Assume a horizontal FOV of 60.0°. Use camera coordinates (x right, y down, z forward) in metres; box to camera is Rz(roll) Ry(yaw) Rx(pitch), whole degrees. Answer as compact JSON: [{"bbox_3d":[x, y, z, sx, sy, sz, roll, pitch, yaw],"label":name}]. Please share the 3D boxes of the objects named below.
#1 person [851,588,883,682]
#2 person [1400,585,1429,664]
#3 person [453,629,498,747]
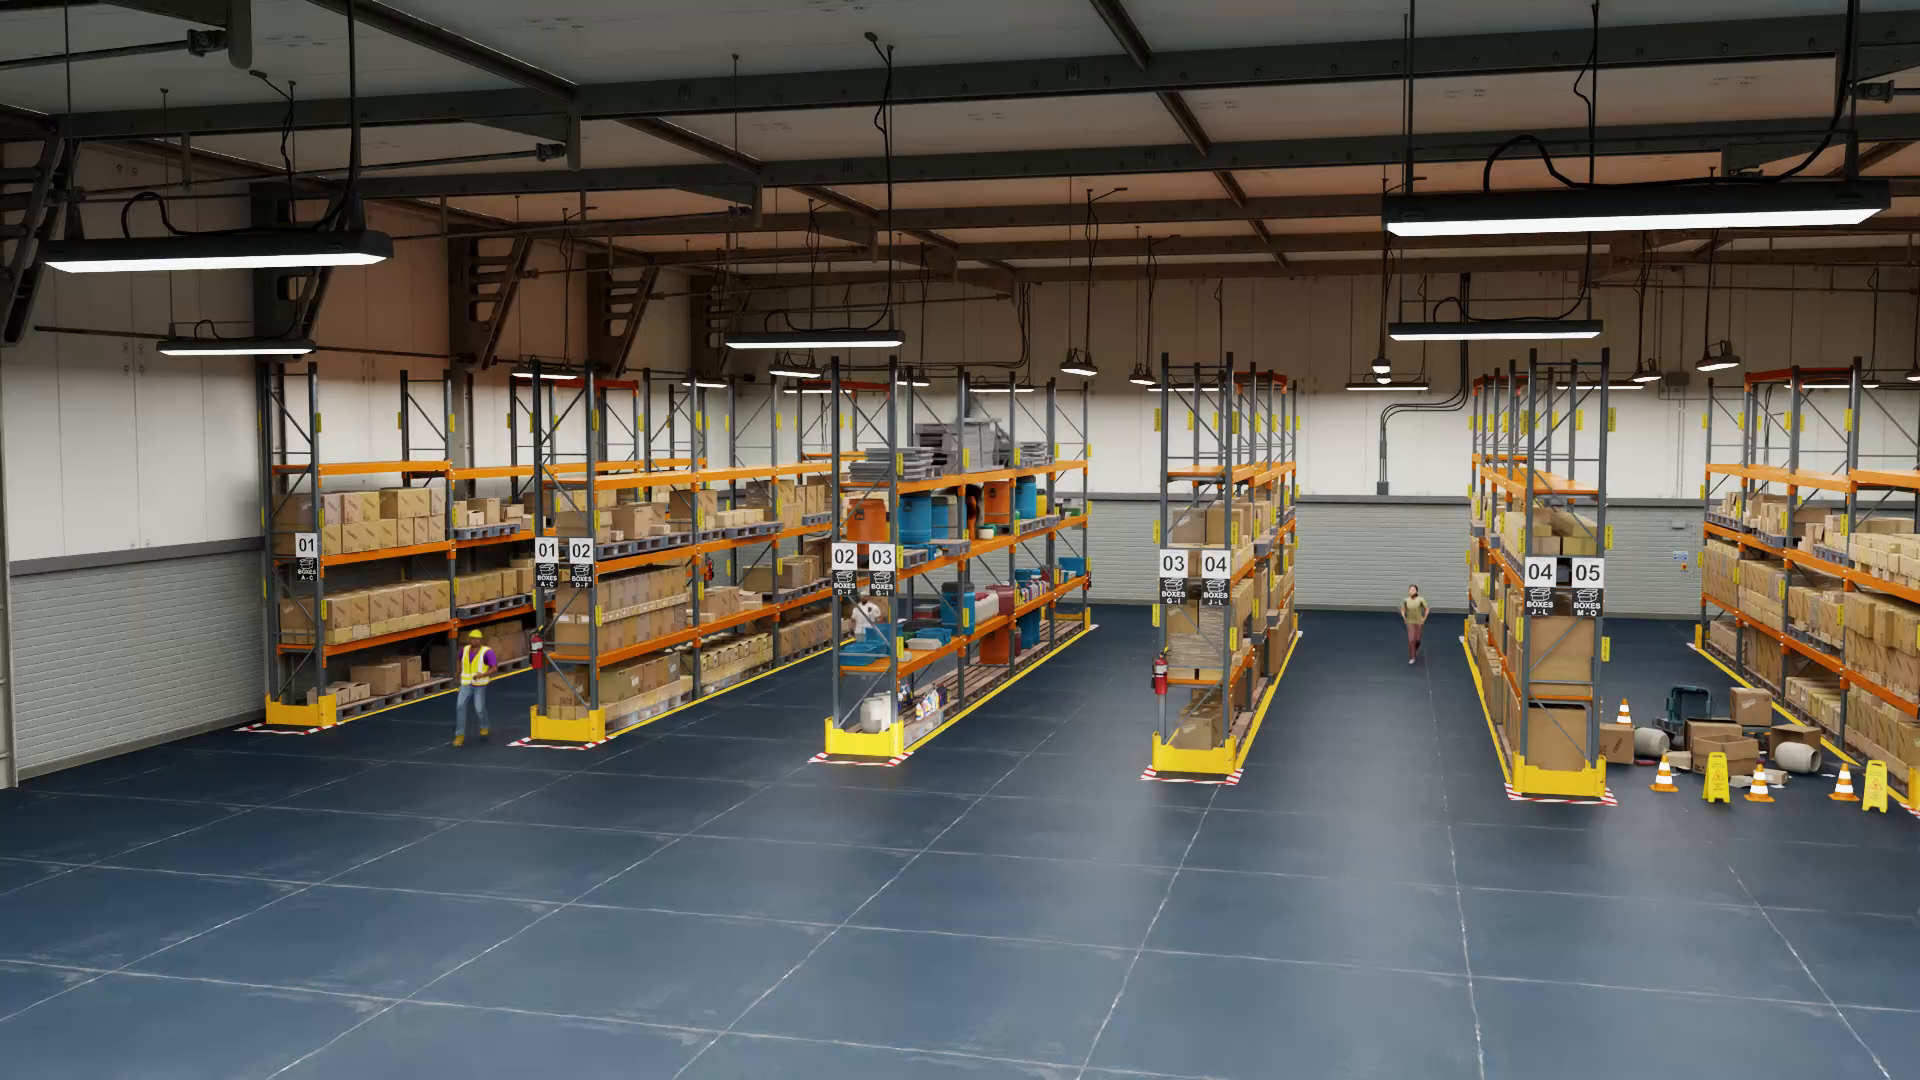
[{"bbox_3d":[-1.753,1.751,30.469,0.563,1.718,0.572,1,4,14],"label":"person"},{"bbox_3d":[9.481,1.752,34.733,0.579,1.636,0.551,2,4,21],"label":"person"},{"bbox_3d":[-7.631,2.295,26.113,0.719,1.778,0.889,0,4,5],"label":"person"}]
